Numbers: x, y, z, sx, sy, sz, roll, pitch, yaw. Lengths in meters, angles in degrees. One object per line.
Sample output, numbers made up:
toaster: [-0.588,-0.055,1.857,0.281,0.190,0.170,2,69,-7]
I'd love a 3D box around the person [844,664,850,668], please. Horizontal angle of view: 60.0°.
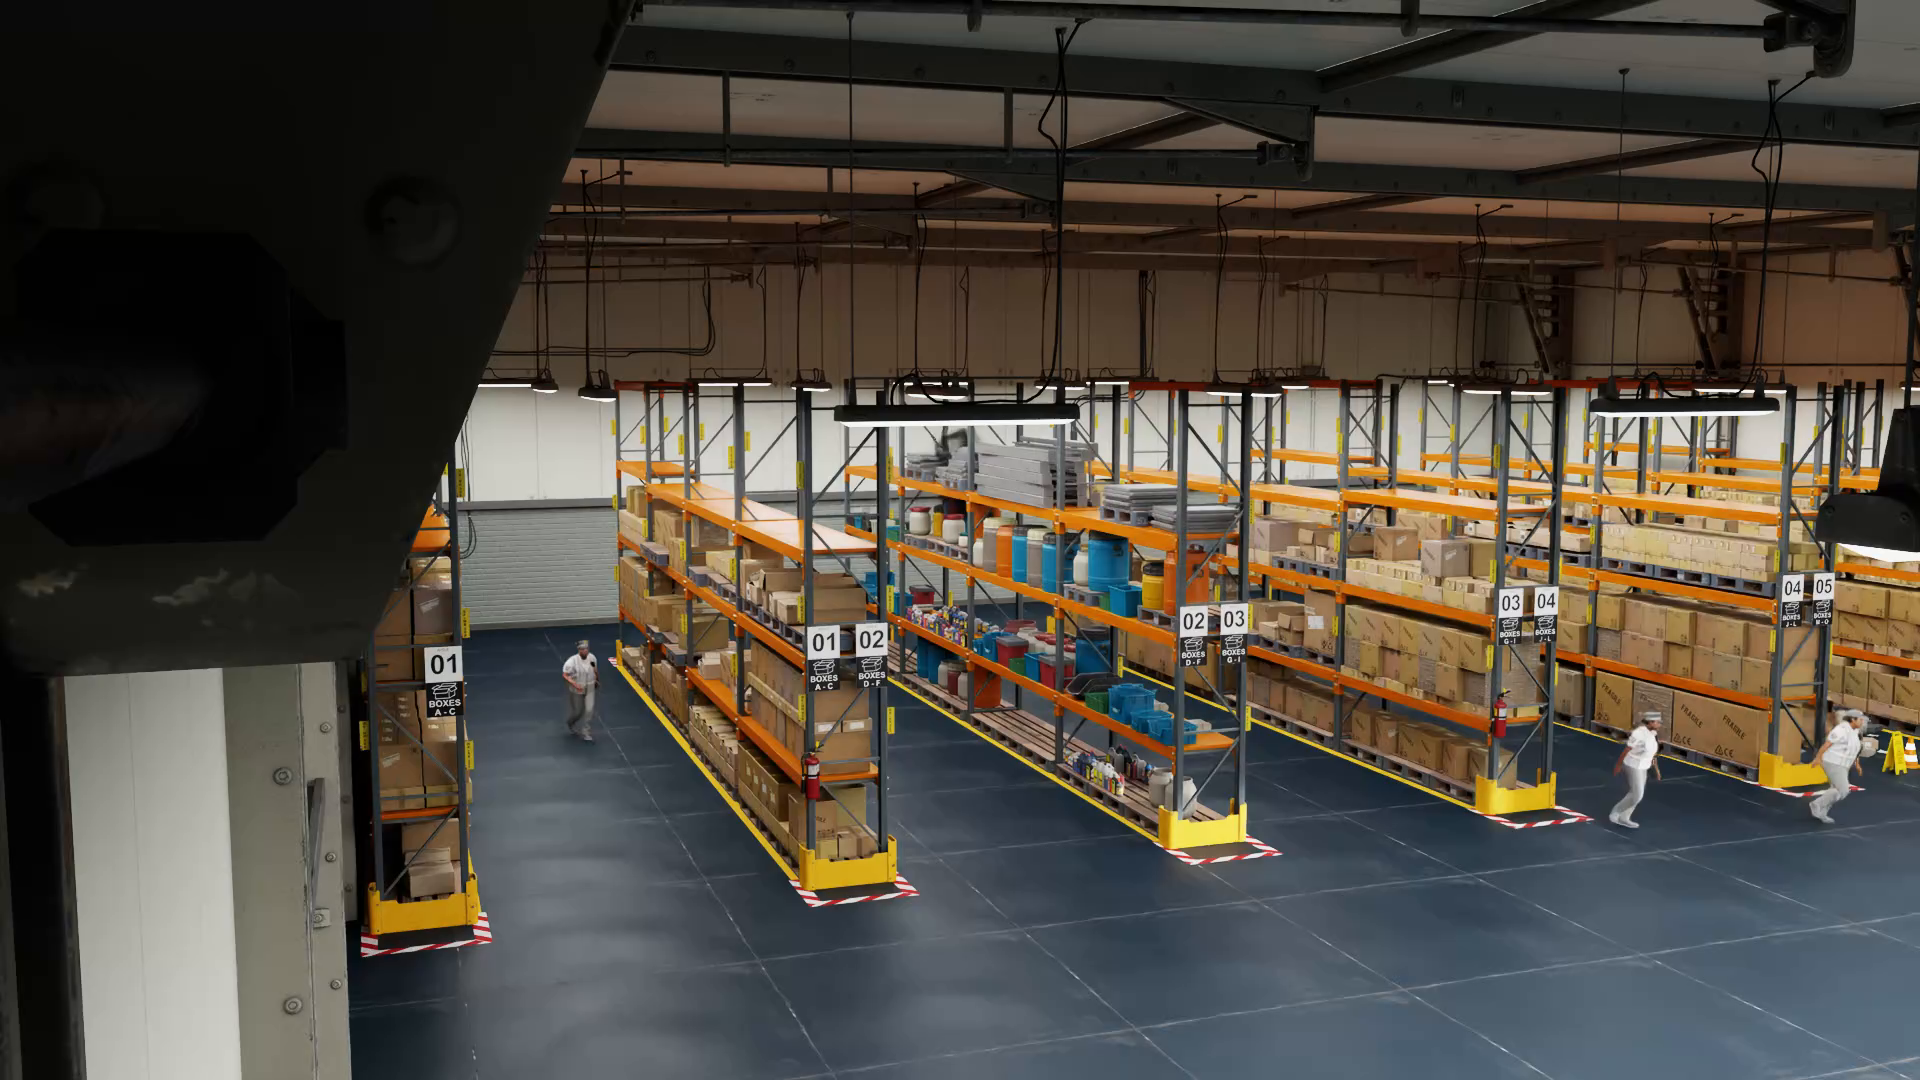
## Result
person: [-2.262,2.212,31.265,0.572,1.698,0.896,-2,6,-14]

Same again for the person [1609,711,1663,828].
person: [9.240,3.135,22.718,0.613,1.633,0.555,-6,8,-42]

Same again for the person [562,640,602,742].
person: [-6.430,2.510,28.119,0.662,1.733,0.801,-4,7,-33]

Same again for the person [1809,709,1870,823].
person: [12.128,3.122,22.930,0.626,1.615,0.638,6,8,44]
